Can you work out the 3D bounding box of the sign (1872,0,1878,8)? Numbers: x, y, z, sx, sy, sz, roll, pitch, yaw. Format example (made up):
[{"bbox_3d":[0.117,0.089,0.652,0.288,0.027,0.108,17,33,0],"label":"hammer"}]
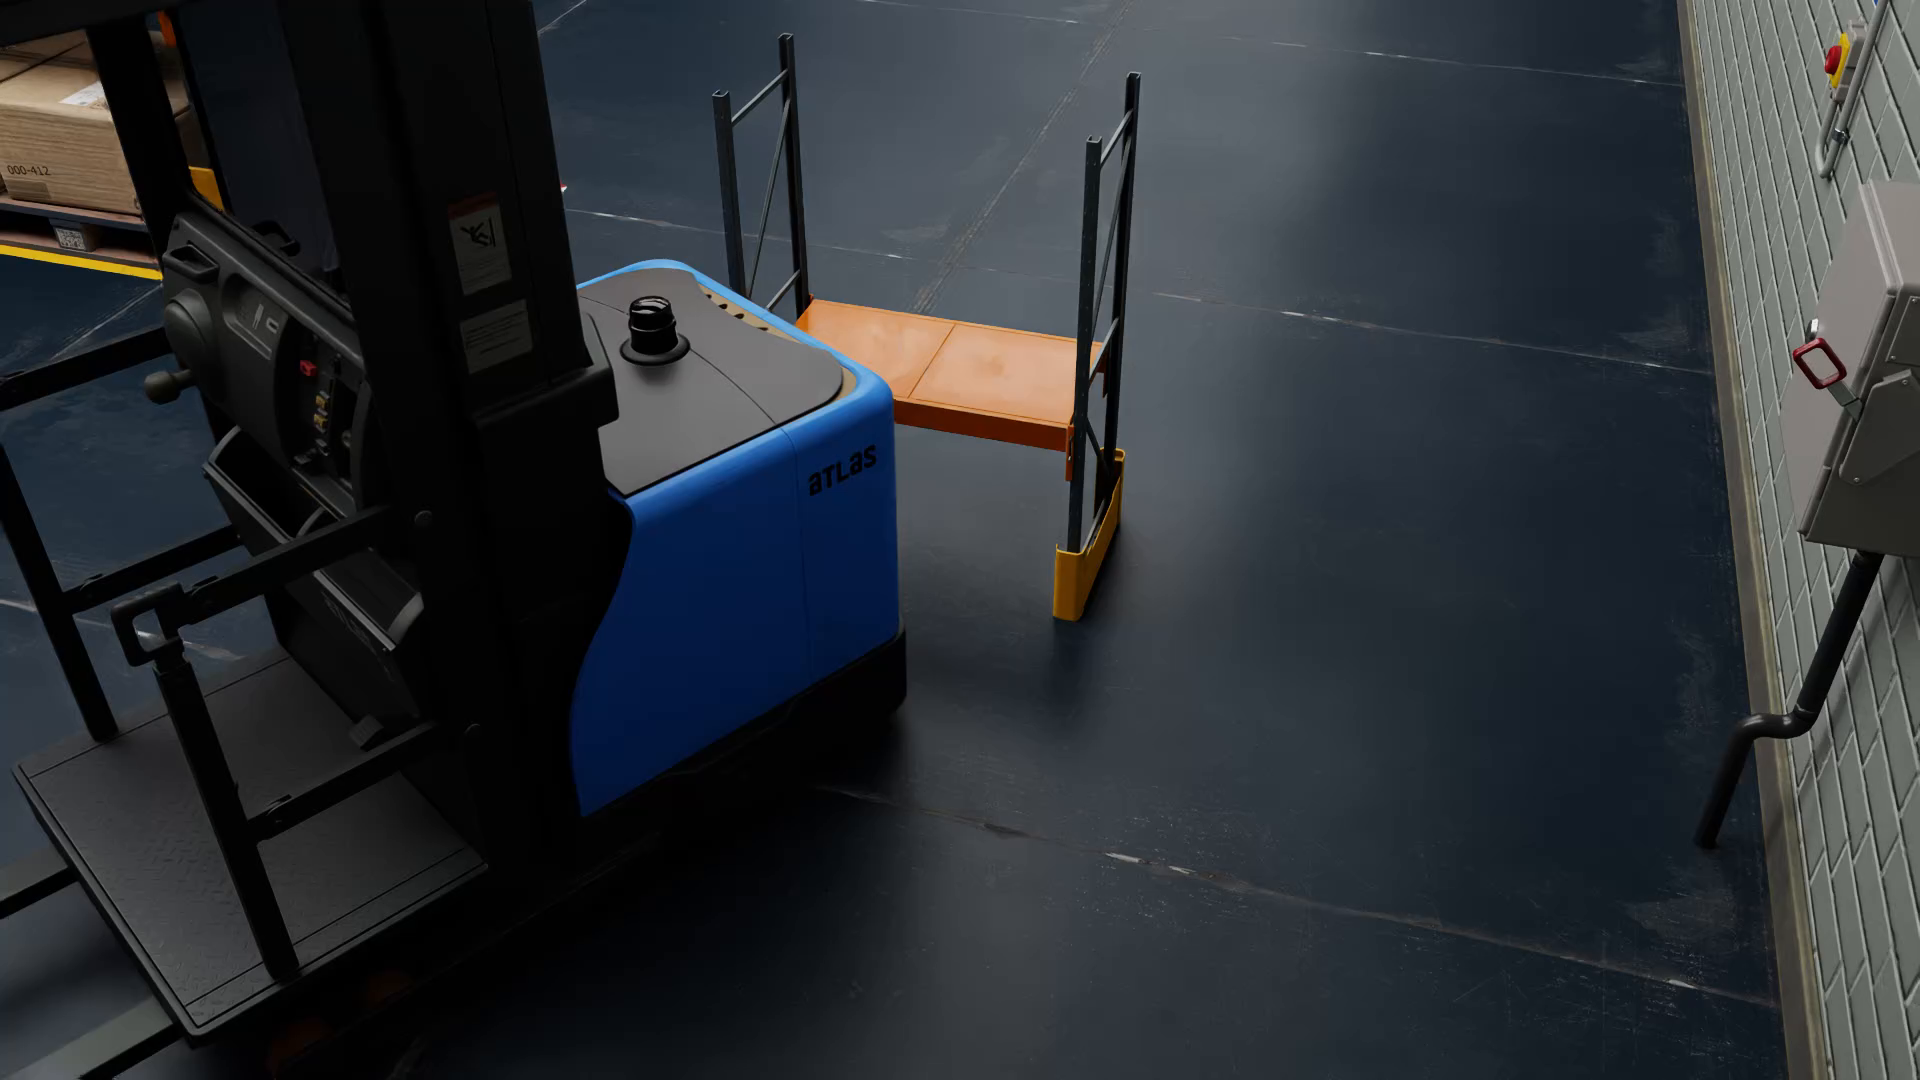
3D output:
[{"bbox_3d":[2.715,-1.713,4.897,0.001,0.218,0.327,10,38,14],"label":"sign"}]

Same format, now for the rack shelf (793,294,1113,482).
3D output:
[{"bbox_3d":[-0.081,-0.474,5.011,1.000,0.185,0.538,10,38,14],"label":"rack shelf"}]

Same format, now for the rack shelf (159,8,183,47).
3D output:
[{"bbox_3d":[-4.656,-2.635,6.985,4.000,0.370,1.077,10,38,14],"label":"rack shelf"}]

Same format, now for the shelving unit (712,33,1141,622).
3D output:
[{"bbox_3d":[-0.073,-0.618,4.902,1.083,1.500,0.587,10,38,14],"label":"shelving unit"}]

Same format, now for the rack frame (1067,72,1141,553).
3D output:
[{"bbox_3d":[0.404,-0.529,4.783,0.032,1.500,0.500,10,38,14],"label":"rack frame"}]

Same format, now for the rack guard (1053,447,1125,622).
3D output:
[{"bbox_3d":[0.403,-0.026,5.153,0.087,0.250,0.587,10,38,14],"label":"rack guard"}]

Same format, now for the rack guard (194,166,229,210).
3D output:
[{"bbox_3d":[-2.724,-1.560,7.026,0.348,0.500,1.175,10,38,14],"label":"rack guard"}]

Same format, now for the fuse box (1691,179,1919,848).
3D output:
[{"bbox_3d":[1.877,0.094,3.757,0.414,1.711,0.539,10,38,14],"label":"fuse box"}]

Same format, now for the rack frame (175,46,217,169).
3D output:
[{"bbox_3d":[-2.747,-2.571,6.291,0.127,3.000,1.000,10,38,14],"label":"rack frame"}]

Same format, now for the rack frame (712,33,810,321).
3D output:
[{"bbox_3d":[-0.567,-0.709,5.027,0.032,1.500,0.500,10,38,14],"label":"rack frame"}]

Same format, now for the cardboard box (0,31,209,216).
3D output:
[{"bbox_3d":[-3.406,-1.768,7.008,0.875,0.438,0.875,9,37,12],"label":"cardboard box"}]

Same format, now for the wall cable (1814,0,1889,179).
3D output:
[{"bbox_3d":[2.643,-2.009,4.645,0.123,1.953,0.585,10,38,14],"label":"wall cable"}]

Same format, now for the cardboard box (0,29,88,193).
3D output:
[{"bbox_3d":[-4.282,-1.925,7.221,0.875,0.438,0.875,11,38,15],"label":"cardboard box"}]

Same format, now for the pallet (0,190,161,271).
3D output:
[{"bbox_3d":[-3.533,-1.545,7.250,1.213,0.211,1.003,10,38,14],"label":"pallet"}]

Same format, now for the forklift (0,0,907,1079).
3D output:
[{"bbox_3d":[-1.568,-0.311,3.279,3.031,2.935,1.130,-29,45,-33],"label":"forklift"}]
